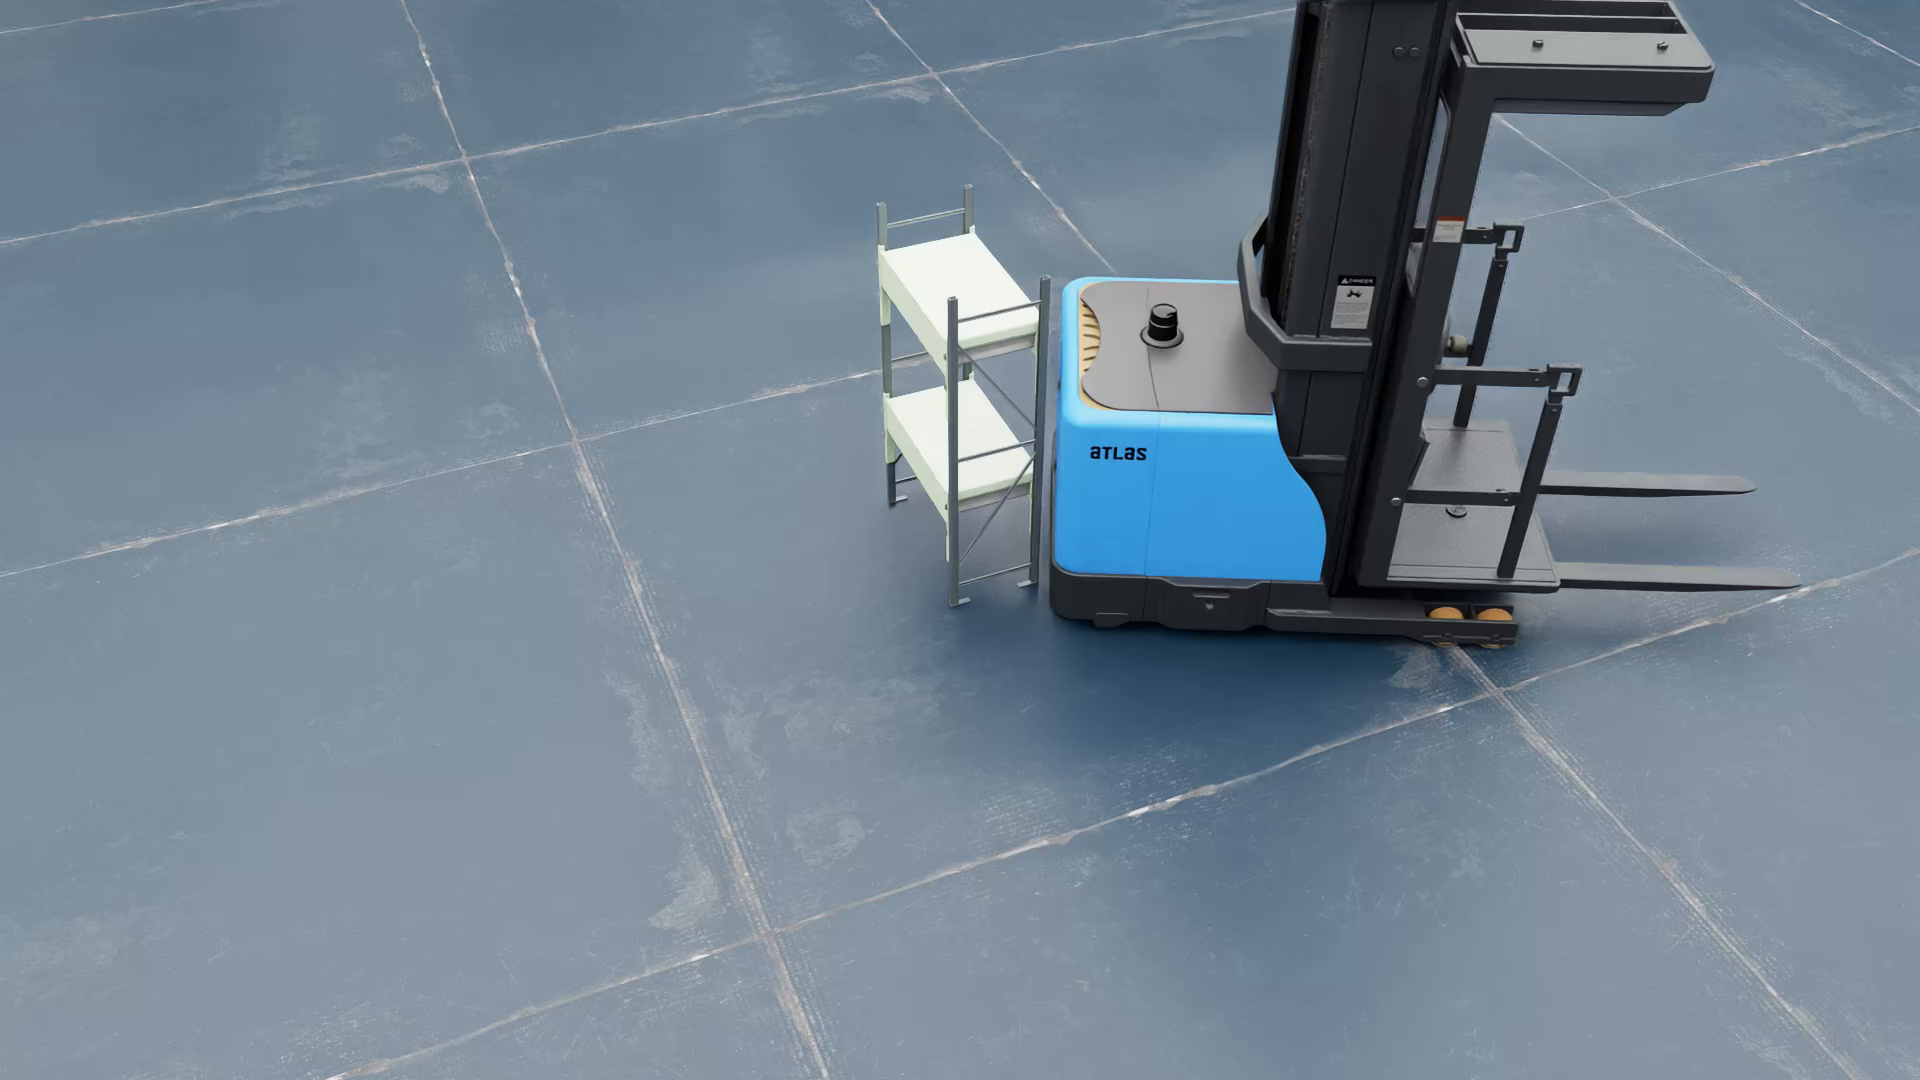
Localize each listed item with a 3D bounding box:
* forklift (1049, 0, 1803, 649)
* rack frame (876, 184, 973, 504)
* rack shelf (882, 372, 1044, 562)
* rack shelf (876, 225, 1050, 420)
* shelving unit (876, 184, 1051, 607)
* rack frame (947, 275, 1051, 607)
[{"bbox_3d":[1.901,-1.030,6.199,3.031,2.935,1.130,2,41,2],"label":"forklift"},{"bbox_3d":[-0.137,-0.785,7.013,0.400,1.500,0.023,-15,43,-17],"label":"rack frame"},{"bbox_3d":[0.003,-0.317,6.969,0.431,0.370,0.720,-15,43,-17],"label":"rack shelf"},{"bbox_3d":[0.003,-0.861,6.502,0.431,0.370,0.720,-15,43,-17],"label":"rack shelf"},{"bbox_3d":[0.003,-0.565,6.756,0.431,1.500,0.755,-15,43,-17],"label":"shelving unit"},{"bbox_3d":[0.143,-0.344,6.500,0.400,1.500,0.023,-15,43,-17],"label":"rack frame"}]
